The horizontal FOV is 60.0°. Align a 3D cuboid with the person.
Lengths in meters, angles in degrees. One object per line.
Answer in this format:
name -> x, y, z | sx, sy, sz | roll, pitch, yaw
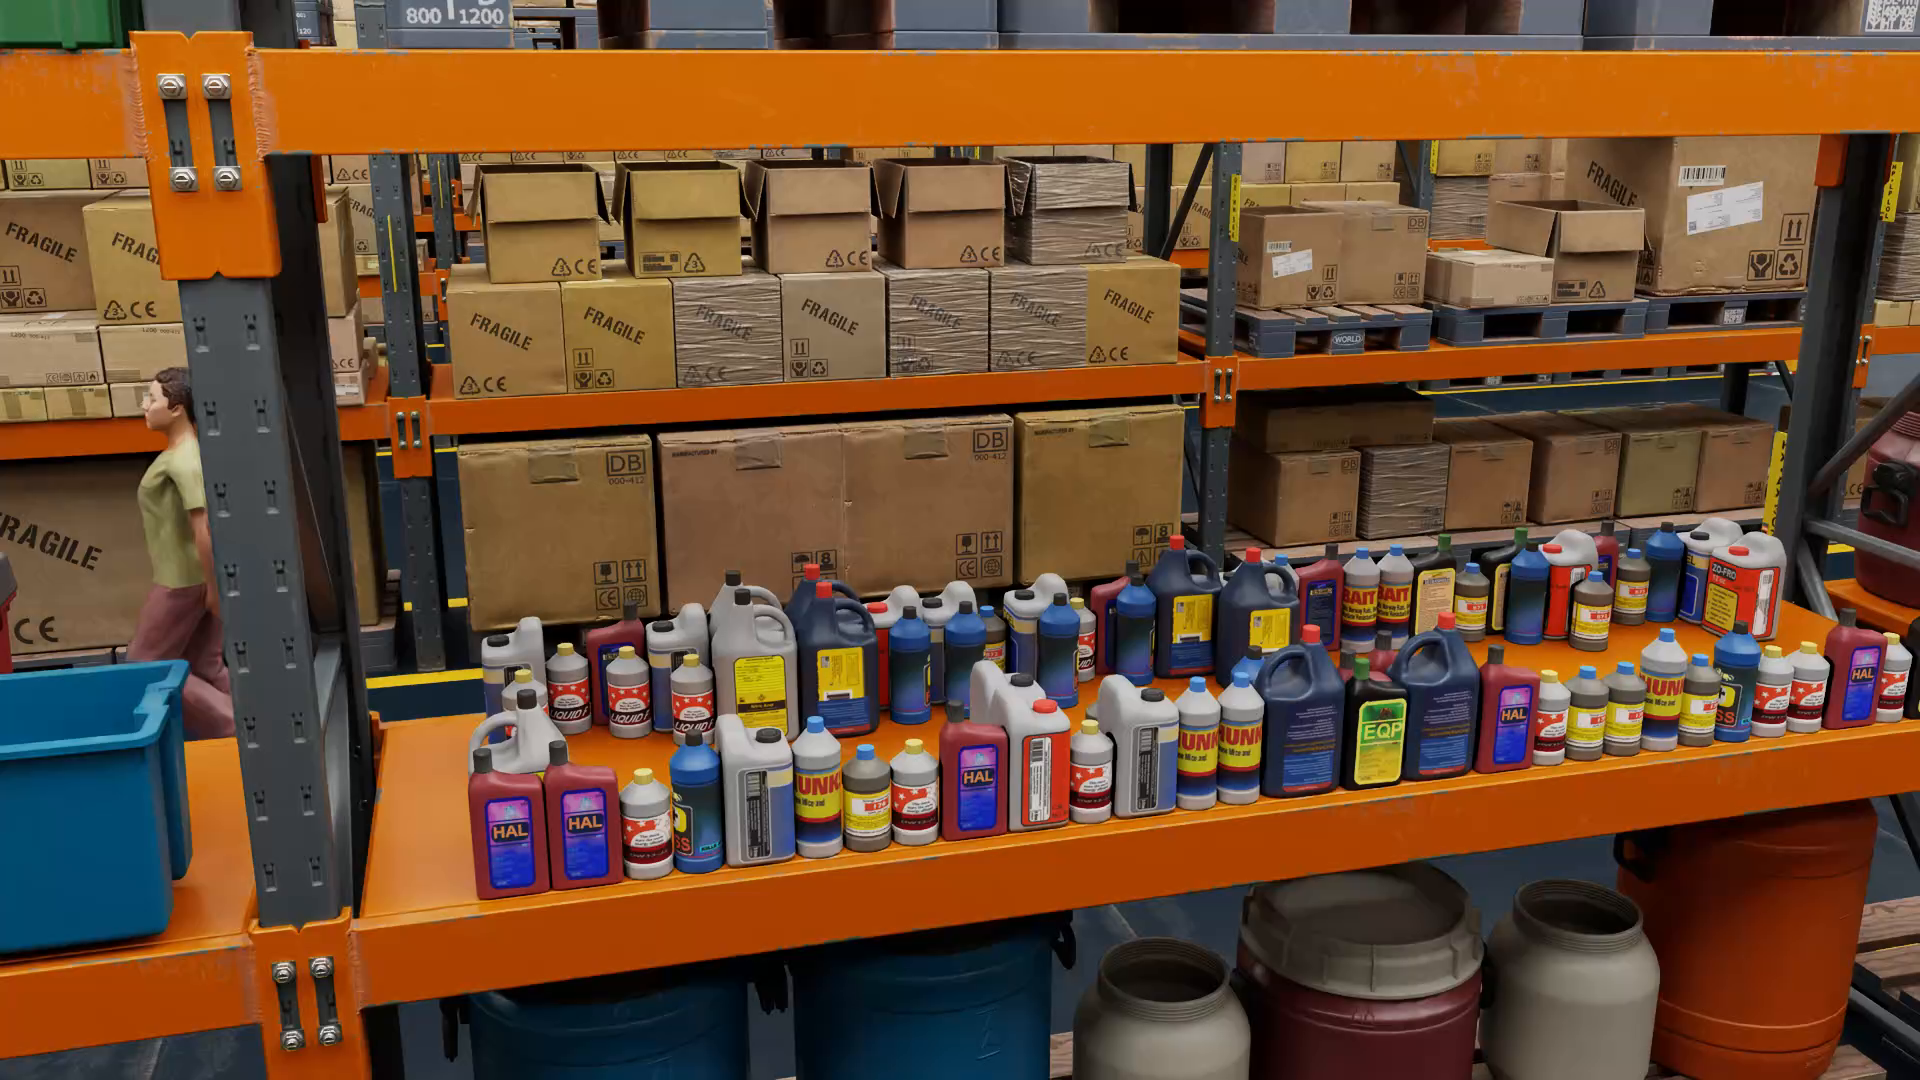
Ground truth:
person -> -2.970, 0.161, 6.406 | 0.476, 1.656, 0.444 | -4, 17, -14
